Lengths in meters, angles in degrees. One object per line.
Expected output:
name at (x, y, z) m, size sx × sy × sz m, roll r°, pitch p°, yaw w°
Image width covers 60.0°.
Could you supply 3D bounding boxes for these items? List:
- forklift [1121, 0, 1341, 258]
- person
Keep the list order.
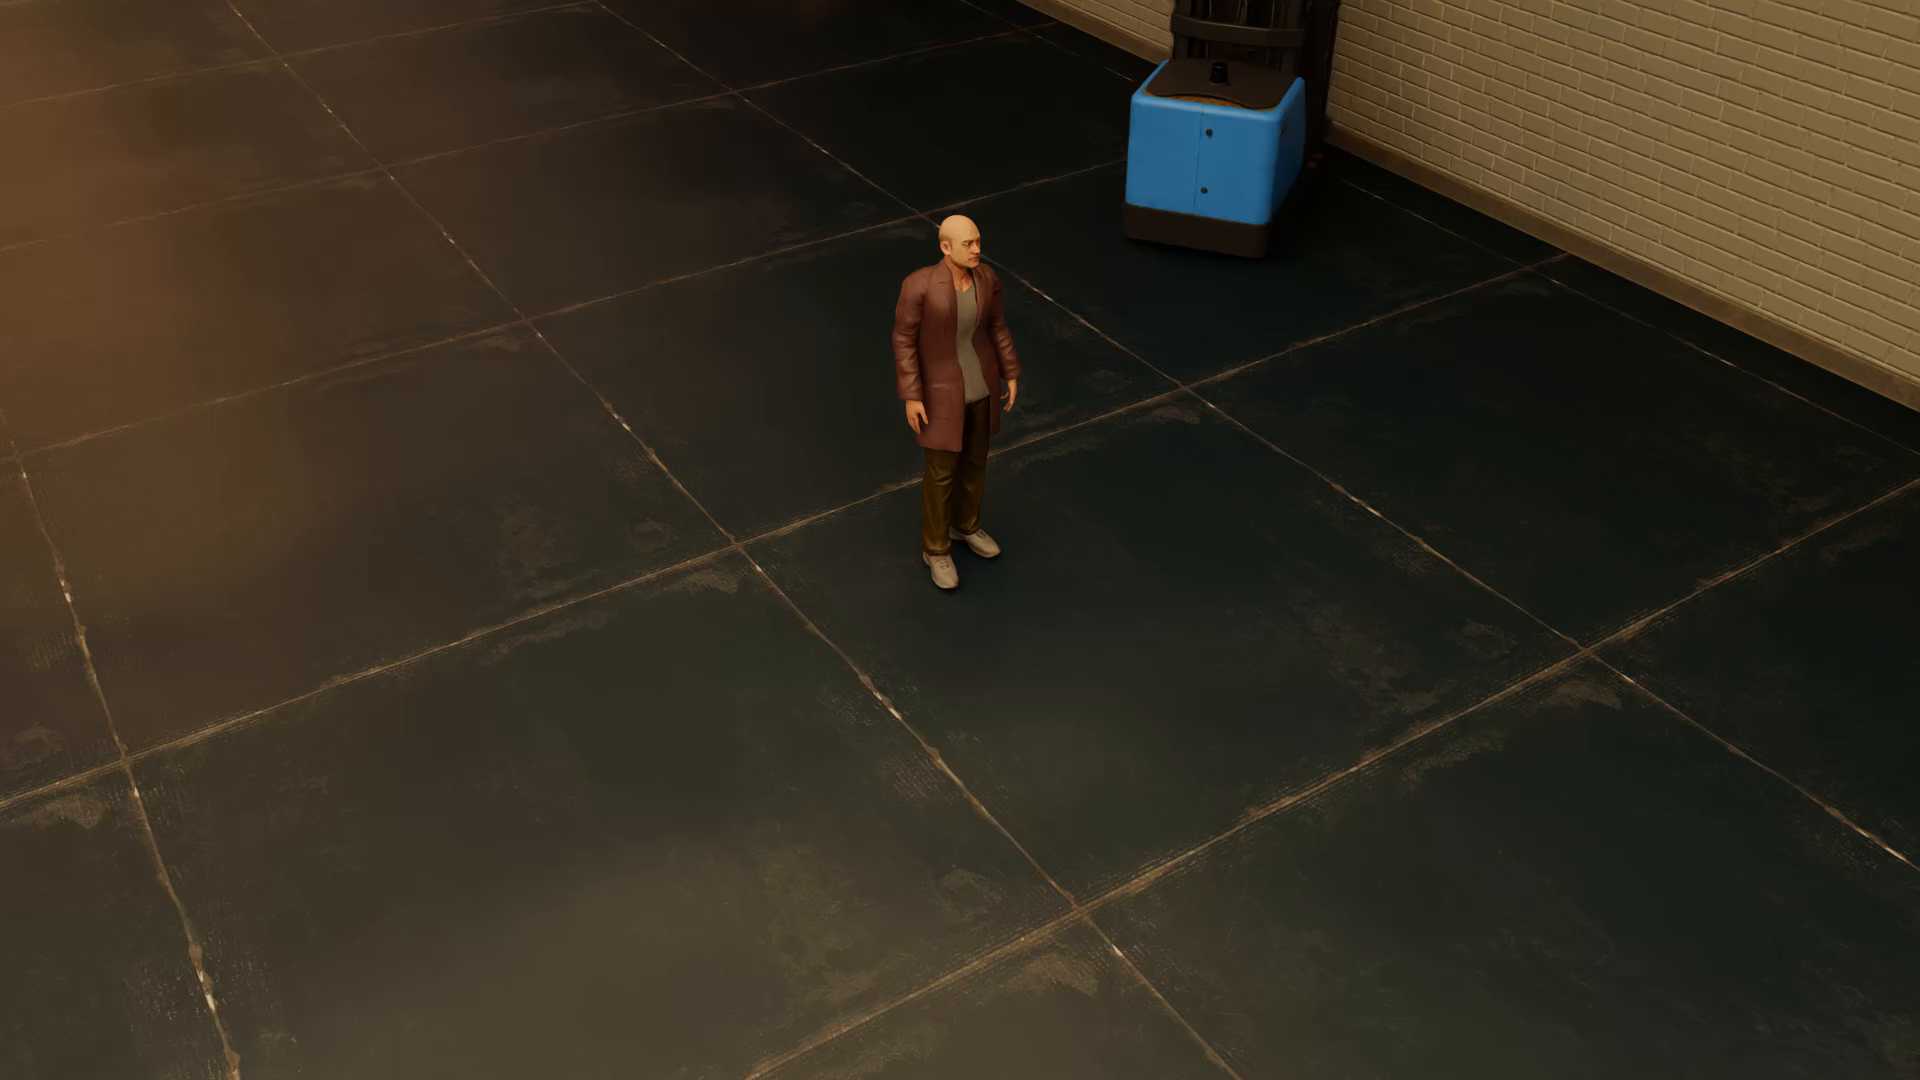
forklift at (2.148, -3.955, 11.777) m, size 1.130 × 2.935 × 3.031 m, roll 13°, pitch 37°, yaw 18°
person at (0.045, -0.688, 8.118) m, size 0.696 × 1.775 × 0.582 m, roll -21°, pitch 40°, yaw -27°
